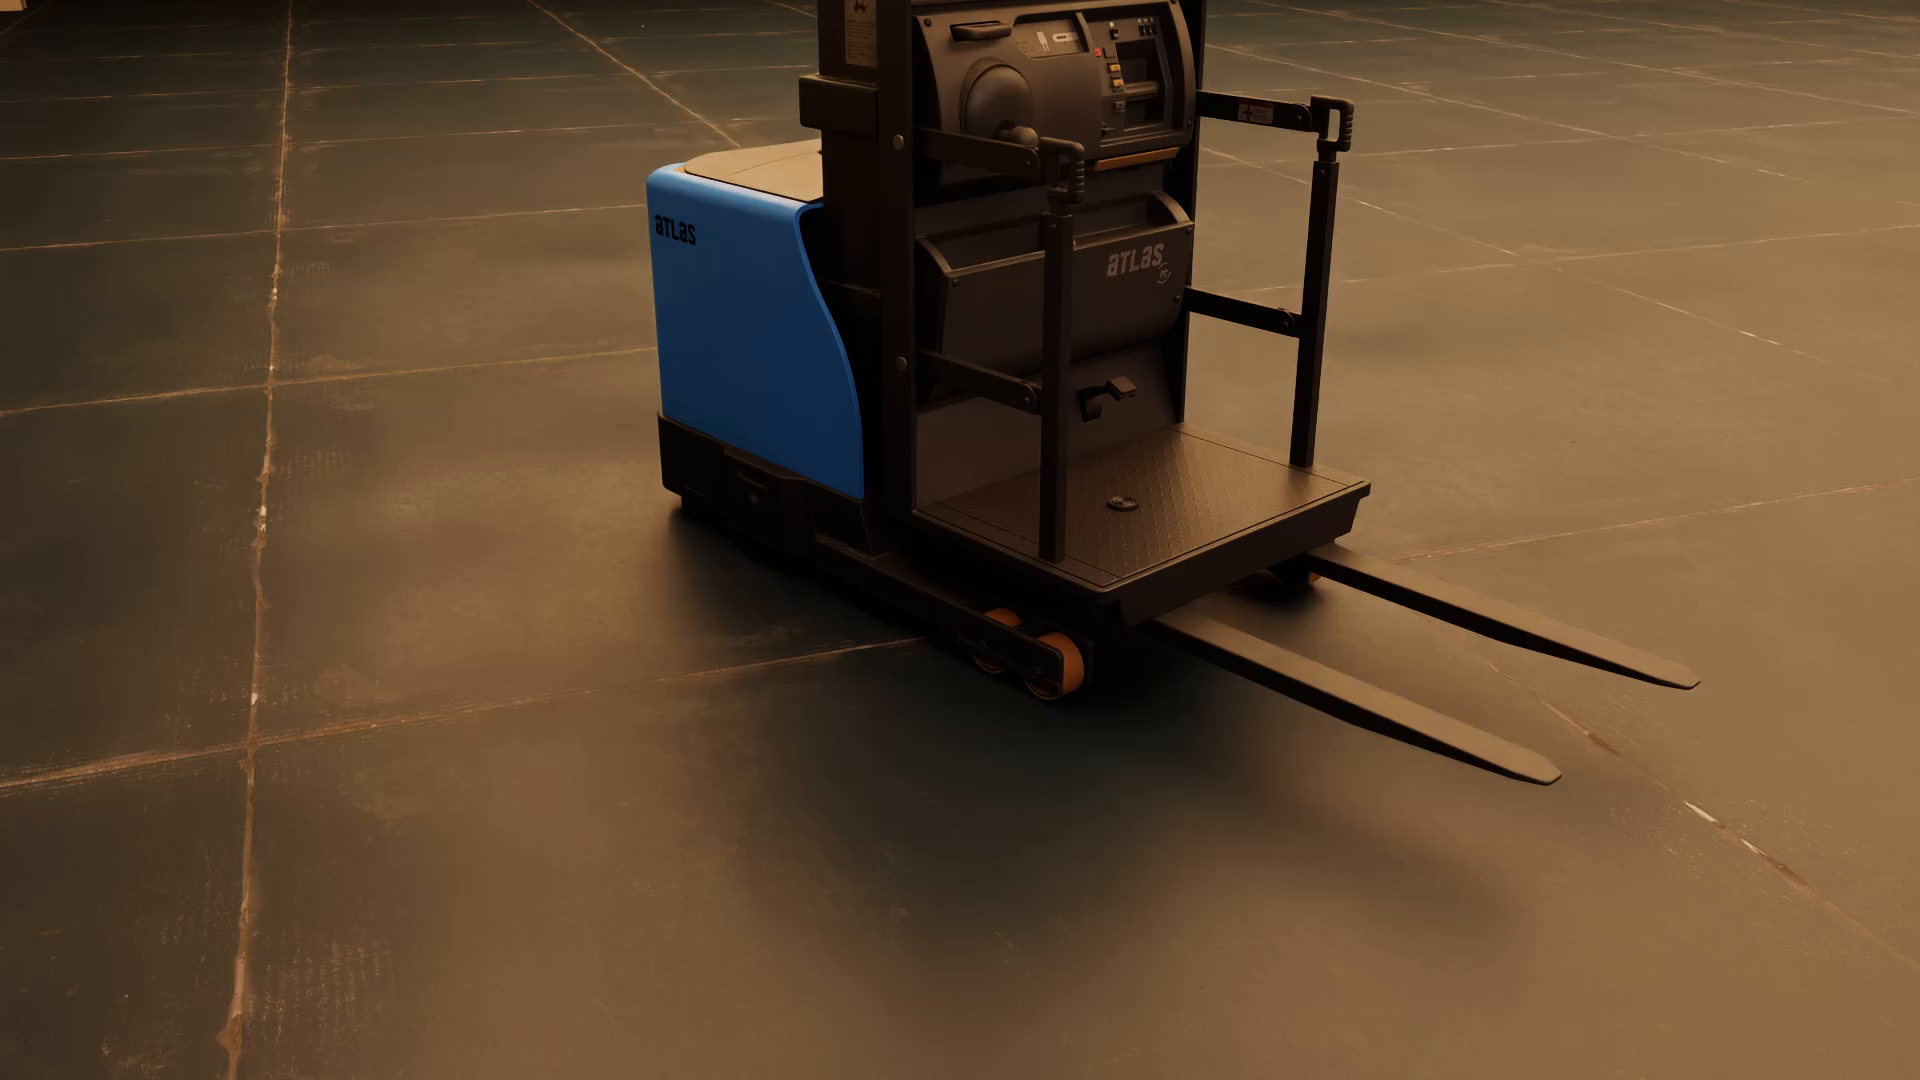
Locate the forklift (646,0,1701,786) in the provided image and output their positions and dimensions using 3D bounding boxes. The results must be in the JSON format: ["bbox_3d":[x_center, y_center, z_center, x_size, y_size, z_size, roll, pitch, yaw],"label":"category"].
[{"bbox_3d":[0.409,-1.176,4.096,1.130,2.935,3.031,-19,30,-38],"label":"forklift"}]
